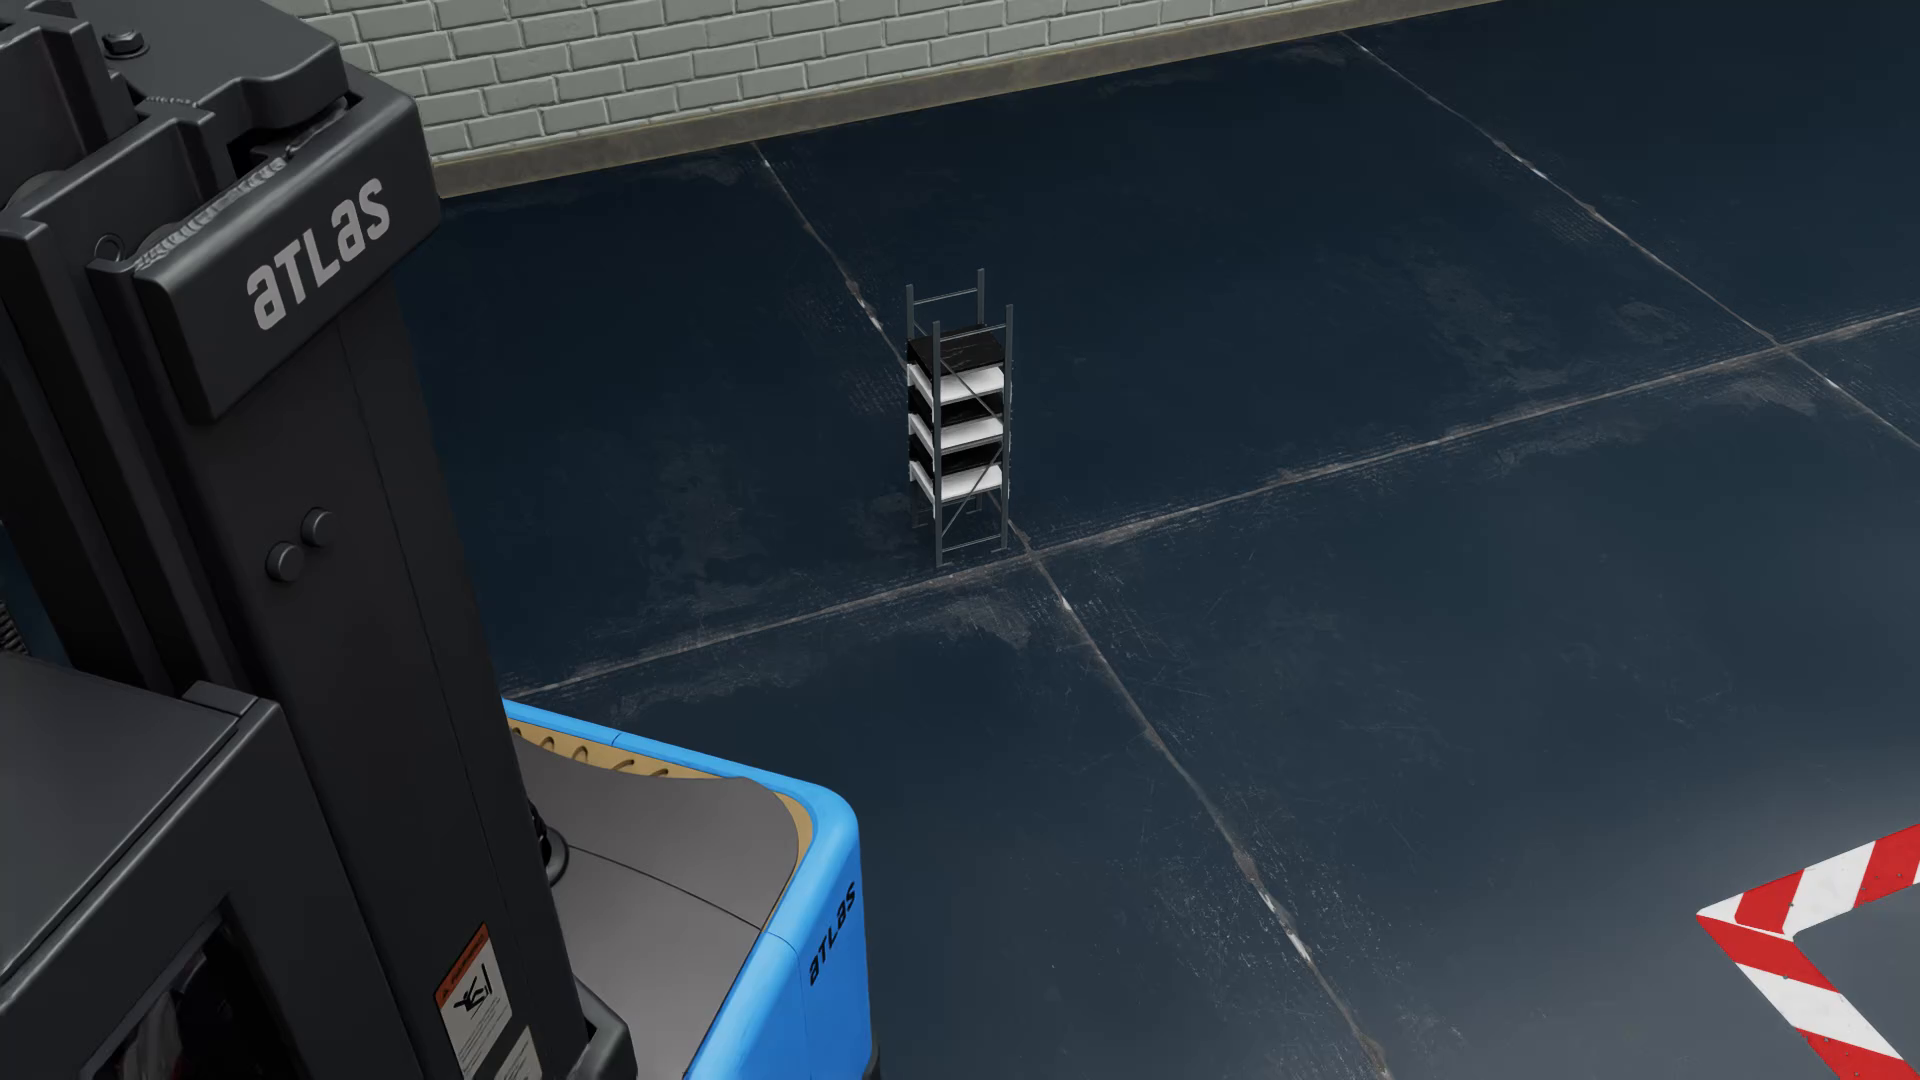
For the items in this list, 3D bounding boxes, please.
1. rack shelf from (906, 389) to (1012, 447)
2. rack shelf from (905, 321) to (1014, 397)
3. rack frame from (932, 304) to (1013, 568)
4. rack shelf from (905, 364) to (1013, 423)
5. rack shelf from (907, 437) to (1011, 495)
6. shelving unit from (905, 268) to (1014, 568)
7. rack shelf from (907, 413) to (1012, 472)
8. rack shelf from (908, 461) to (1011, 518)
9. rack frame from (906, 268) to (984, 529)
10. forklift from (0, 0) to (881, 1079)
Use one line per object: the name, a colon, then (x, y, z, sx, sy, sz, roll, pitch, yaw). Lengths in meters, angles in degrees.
rack shelf: (-0.003, -0.389, 4.925, 0.258, 0.077, 0.200, -15, 43, -17)
rack shelf: (-0.003, -0.526, 4.808, 0.258, 0.077, 0.200, -15, 43, -17)
rack frame: (0.036, -0.285, 4.891, 0.240, 0.900, 0.006, -15, 43, -17)
rack shelf: (-0.003, -0.457, 4.867, 0.258, 0.077, 0.200, -15, 43, -17)
rack shelf: (-0.003, -0.253, 5.043, 0.258, 0.077, 0.200, -15, 43, -17)
shelving unit: (-0.003, -0.346, 4.962, 0.258, 0.900, 0.210, -15, 43, -17)
rack shelf: (-0.003, -0.321, 4.984, 0.258, 0.077, 0.200, -15, 43, -17)
rack shelf: (-0.003, -0.184, 5.101, 0.258, 0.077, 0.200, -15, 43, -17)
rack frame: (-0.042, -0.407, 5.034, 0.240, 0.900, 0.006, -15, 43, -17)
forklift: (-1.138, 0.976, 1.867, 1.130, 2.935, 3.031, 13, 42, 15)
